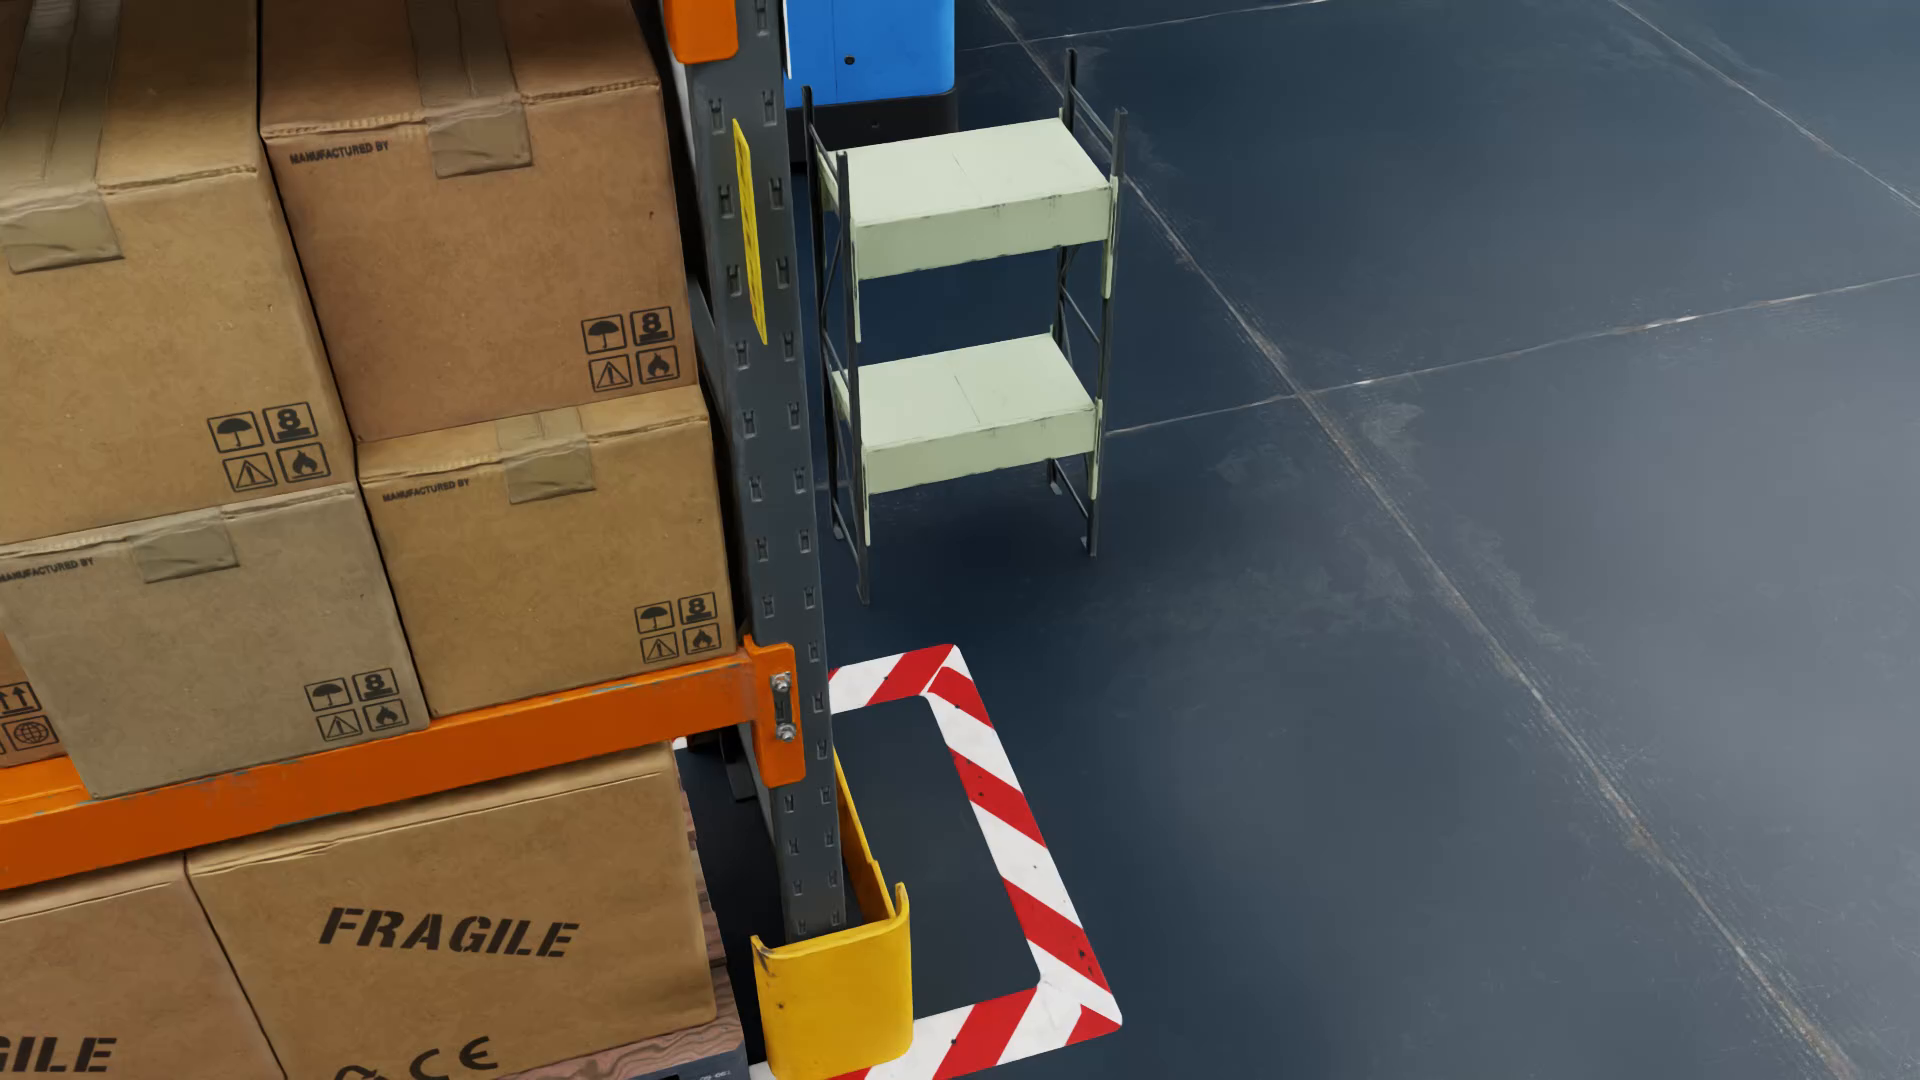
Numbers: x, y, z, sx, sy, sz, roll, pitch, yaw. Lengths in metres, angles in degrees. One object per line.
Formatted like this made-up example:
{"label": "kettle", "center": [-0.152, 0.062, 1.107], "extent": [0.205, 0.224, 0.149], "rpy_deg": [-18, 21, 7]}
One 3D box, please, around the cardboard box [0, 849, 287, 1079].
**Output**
{"label": "cardboard box", "center": [-1.921, 0.730, 3.430], "extent": [0.875, 0.875, 0.875], "rpy_deg": [-12, 43, -14]}

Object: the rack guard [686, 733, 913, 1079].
{"label": "rack guard", "center": [-0.432, 0.674, 4.098], "extent": [0.348, 0.500, 1.175], "rpy_deg": [-12, 42, -13]}

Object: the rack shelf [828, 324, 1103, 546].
{"label": "rack shelf", "center": [0.006, -0.321, 4.973], "extent": [0.720, 0.370, 0.431], "rpy_deg": [-12, 42, -13]}

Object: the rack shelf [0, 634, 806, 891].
{"label": "rack shelf", "center": [-2.363, 0.404, 3.055], "extent": [4.000, 0.370, 1.077], "rpy_deg": [-12, 42, -13]}

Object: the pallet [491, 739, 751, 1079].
{"label": "pallet", "center": [-1.194, 0.995, 3.951], "extent": [1.213, 0.211, 1.003], "rpy_deg": [-12, 42, -13]}

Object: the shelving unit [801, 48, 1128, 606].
{"label": "shelving unit", "center": [0.006, -0.566, 4.758], "extent": [0.755, 1.500, 0.431], "rpy_deg": [-12, 42, -13]}

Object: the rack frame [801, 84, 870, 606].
{"label": "rack frame", "center": [-0.343, -0.494, 4.675], "extent": [0.023, 1.500, 0.400], "rpy_deg": [-12, 42, -13]}

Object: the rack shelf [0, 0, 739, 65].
{"label": "rack shelf", "center": [-2.363, -0.726, 2.068], "extent": [4.000, 0.370, 1.077], "rpy_deg": [-12, 42, -13]}

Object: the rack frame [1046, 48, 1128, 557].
{"label": "rack frame", "center": [0.355, -0.638, 4.841], "extent": [0.023, 1.500, 0.400], "rpy_deg": [-12, 42, -13]}

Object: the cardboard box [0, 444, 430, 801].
{"label": "cardboard box", "center": [-1.314, -0.095, 2.964], "extent": [0.550, 0.550, 0.875], "rpy_deg": [-12, 42, -13]}

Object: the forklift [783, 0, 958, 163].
{"label": "forklift", "center": [-0.816, -3.627, 7.173], "extent": [1.130, 2.935, 3.031], "rpy_deg": [-8, 42, -9]}

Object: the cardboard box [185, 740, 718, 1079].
{"label": "cardboard box", "center": [-1.082, 0.555, 3.630], "extent": [0.875, 0.875, 0.875], "rpy_deg": [-11, 42, -13]}

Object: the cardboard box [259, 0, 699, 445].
{"label": "cardboard box", "center": [-0.821, -0.676, 2.810], "extent": [0.550, 0.550, 0.875], "rpy_deg": [-12, 42, -13]}

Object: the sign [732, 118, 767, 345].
{"label": "sign", "center": [-0.305, -0.444, 2.419], "extent": [0.005, 0.325, 0.100], "rpy_deg": [-12, 42, -13]}

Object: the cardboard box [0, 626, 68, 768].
{"label": "cardboard box", "center": [-1.885, -0.063, 2.928], "extent": [0.550, 0.550, 0.875], "rpy_deg": [-12, 42, -13]}

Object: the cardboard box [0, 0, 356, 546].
{"label": "cardboard box", "center": [-1.318, -0.510, 2.619], "extent": [0.550, 0.550, 0.875], "rpy_deg": [-12, 42, -13]}

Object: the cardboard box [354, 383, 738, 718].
{"label": "cardboard box", "center": [-0.796, -0.217, 3.104], "extent": [0.550, 0.550, 0.875], "rpy_deg": [-12, 42, -13]}

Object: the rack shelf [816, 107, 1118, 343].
{"label": "rack shelf", "center": [0.006, -0.860, 4.501], "extent": [0.720, 0.370, 0.431], "rpy_deg": [-12, 42, -13]}

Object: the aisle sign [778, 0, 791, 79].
{"label": "aisle sign", "center": [-0.297, -1.067, 2.216], "extent": [0.004, 0.787, 0.394], "rpy_deg": [-12, 42, -13]}

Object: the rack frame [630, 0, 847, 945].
{"label": "rack frame", "center": [-0.455, -0.262, 3.270], "extent": [0.127, 3.000, 1.000], "rpy_deg": [-12, 42, -13]}
